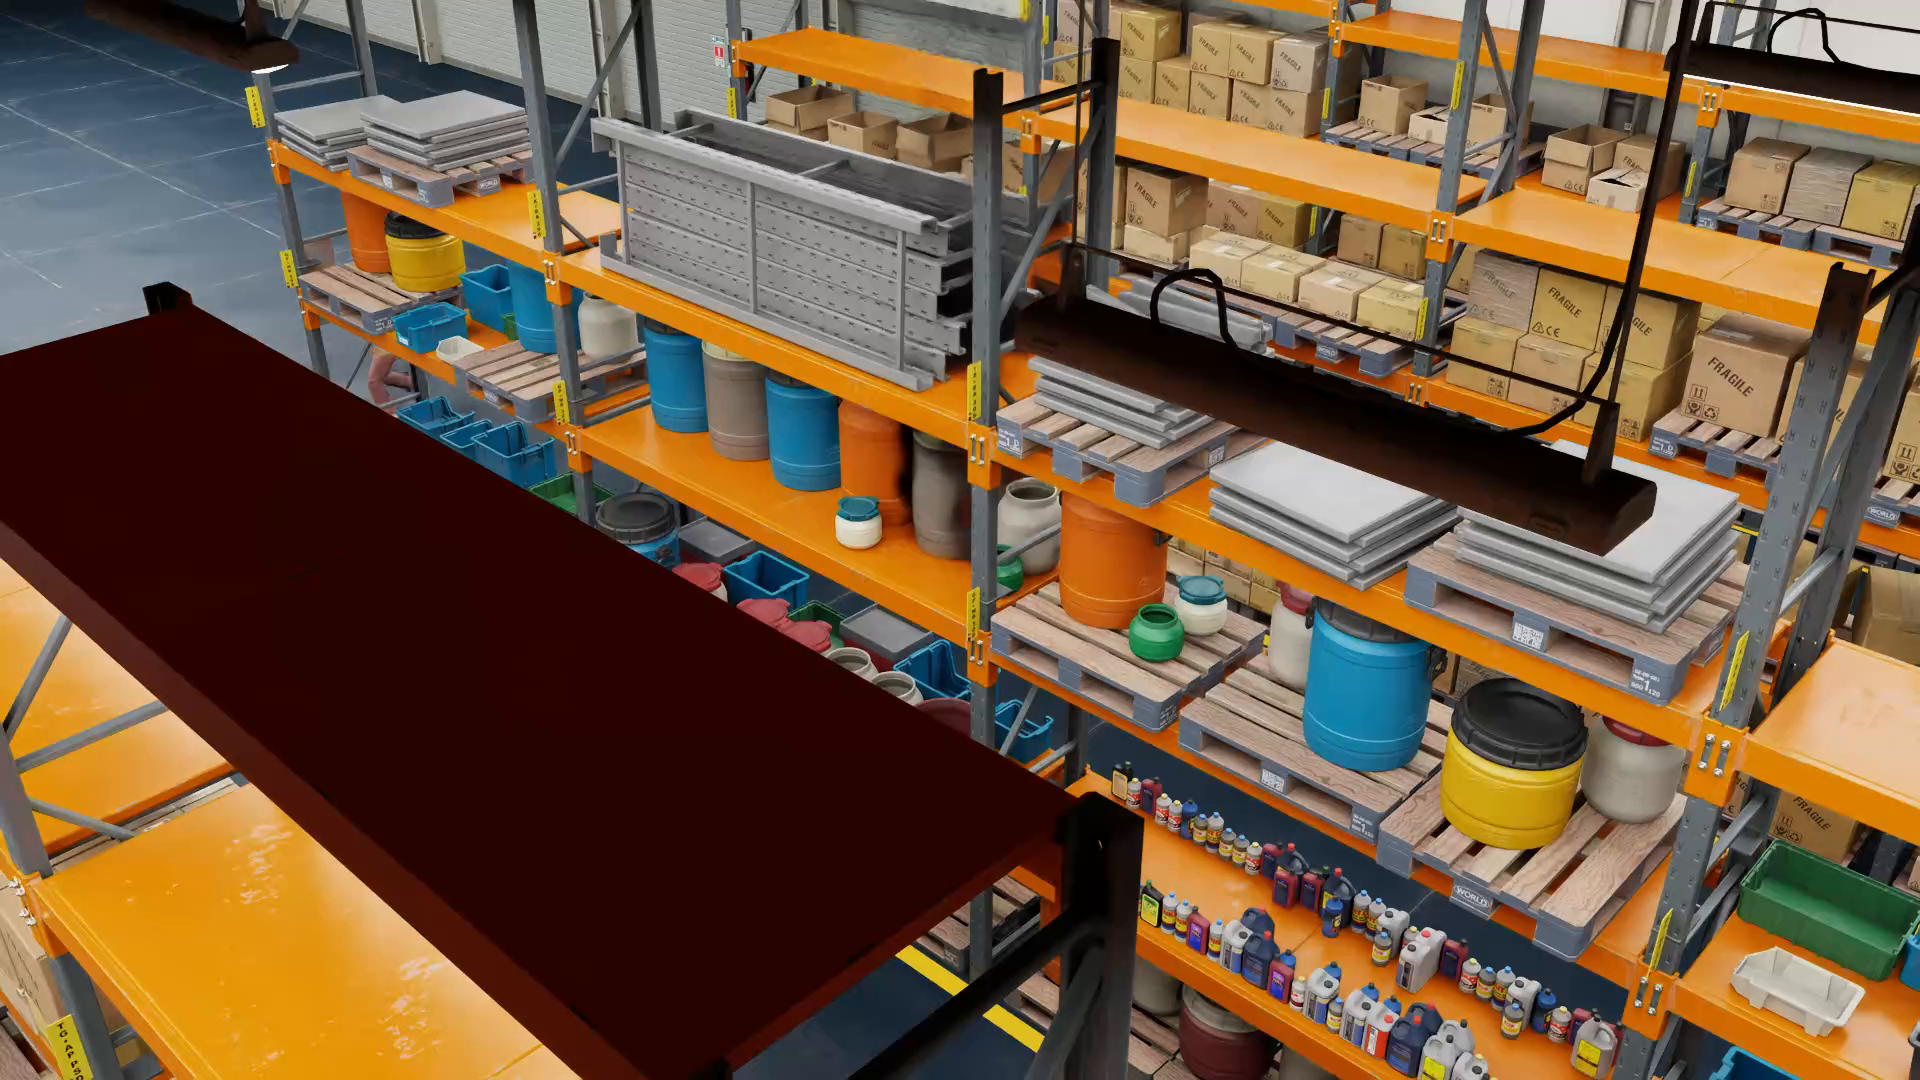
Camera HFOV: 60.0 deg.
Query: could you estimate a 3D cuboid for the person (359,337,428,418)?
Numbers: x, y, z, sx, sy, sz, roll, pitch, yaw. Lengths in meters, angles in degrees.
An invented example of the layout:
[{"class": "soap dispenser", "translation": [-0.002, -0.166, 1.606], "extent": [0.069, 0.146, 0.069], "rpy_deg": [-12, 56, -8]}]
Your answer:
[{"class": "person", "translation": [-6.280, -2.098, 18.307], "extent": [0.702, 1.622, 0.584], "rpy_deg": [-13, 32, -22]}]
